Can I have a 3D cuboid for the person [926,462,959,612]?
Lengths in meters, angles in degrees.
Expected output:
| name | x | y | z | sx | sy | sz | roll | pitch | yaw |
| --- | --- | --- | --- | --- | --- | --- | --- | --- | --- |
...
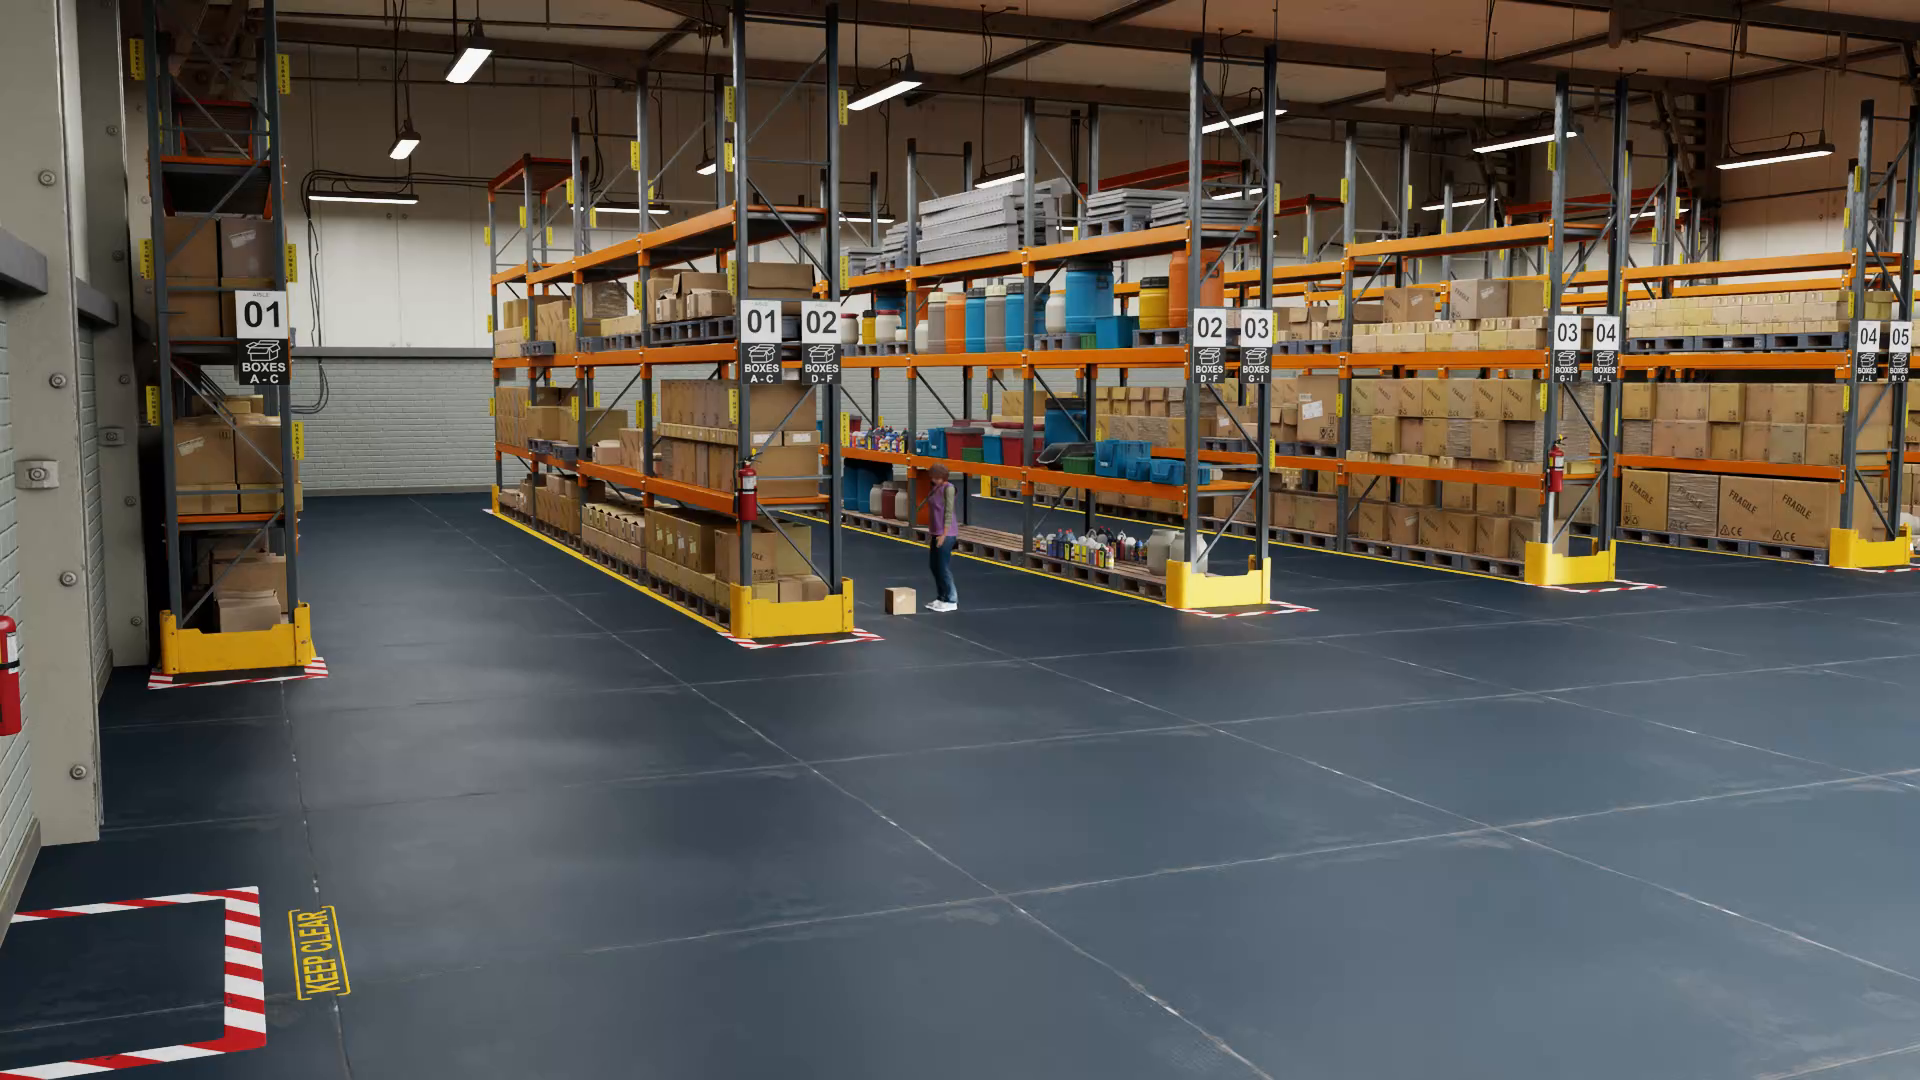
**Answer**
| name | x | y | z | sx | sy | sz | roll | pitch | yaw |
| --- | --- | --- | --- | --- | --- | --- | --- | --- | --- |
| person | -0.177 | -0.026 | 17.667 | 0.316 | 1.568 | 0.412 | -2 | 6 | -22 |
